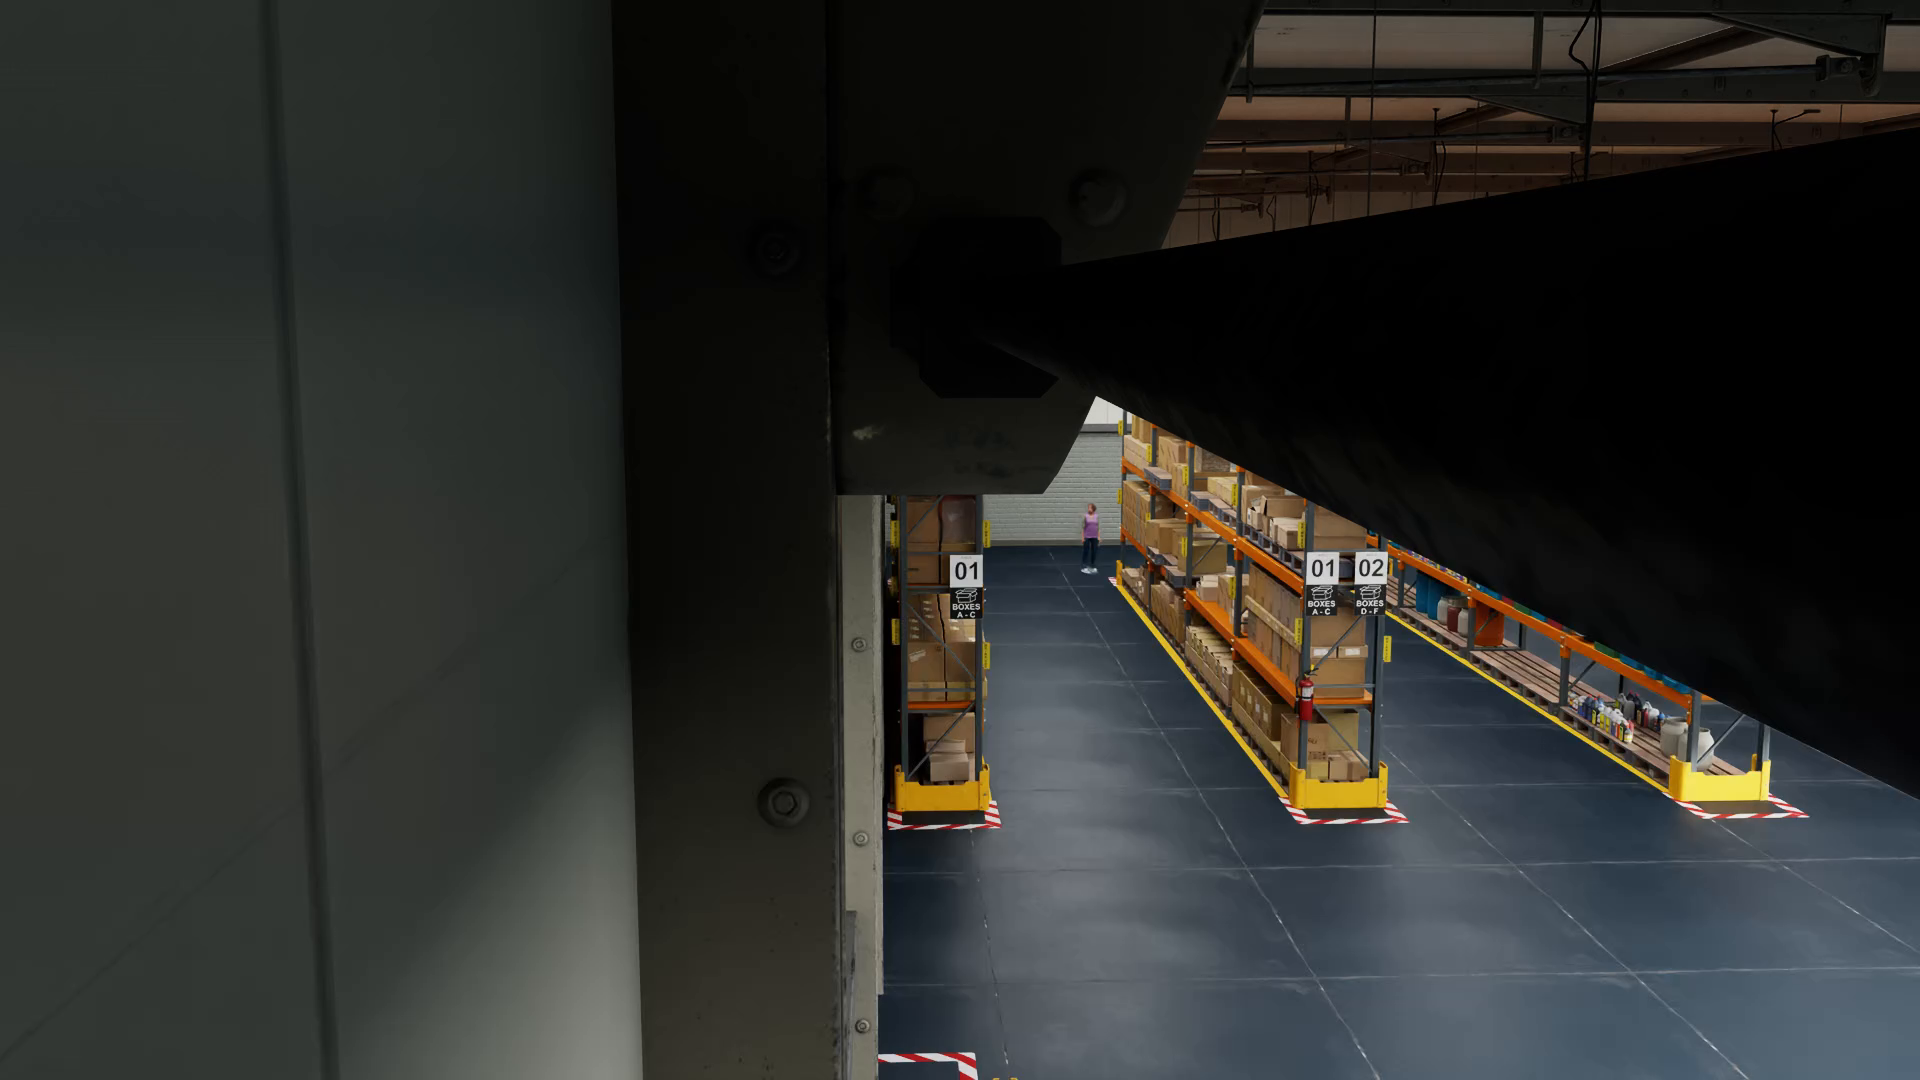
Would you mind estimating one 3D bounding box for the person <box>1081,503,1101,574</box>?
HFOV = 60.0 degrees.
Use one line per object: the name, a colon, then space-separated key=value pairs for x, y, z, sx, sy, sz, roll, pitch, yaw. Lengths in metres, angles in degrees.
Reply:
person: x=2.988 y=-0.037 z=37.954 sx=0.455 sy=1.620 sz=0.329 roll=-3 pitch=9 yaw=-20
